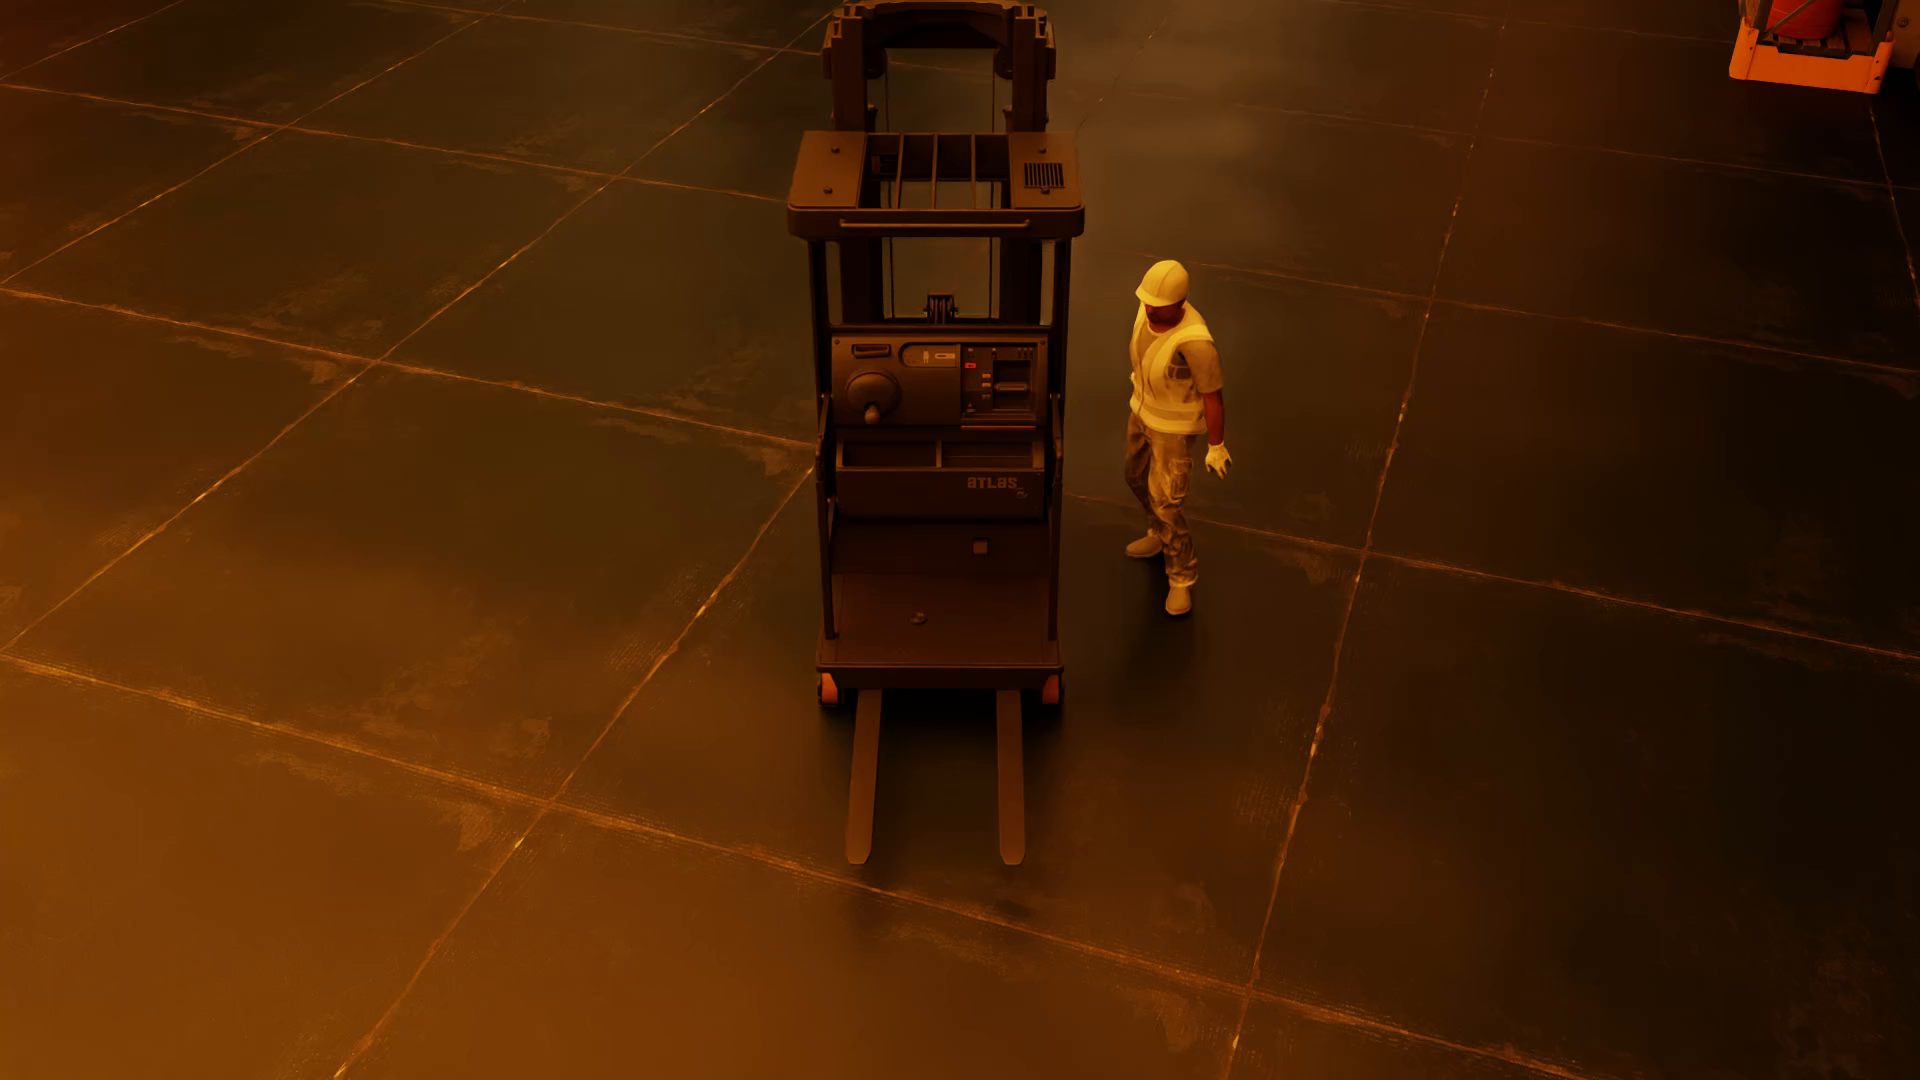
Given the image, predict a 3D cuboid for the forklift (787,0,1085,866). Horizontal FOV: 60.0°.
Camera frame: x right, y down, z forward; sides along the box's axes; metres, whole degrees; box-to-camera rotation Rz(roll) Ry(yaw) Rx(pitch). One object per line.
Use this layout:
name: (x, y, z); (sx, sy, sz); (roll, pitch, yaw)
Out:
forklift: (-0.086, -0.625, 6.992); (1.130, 2.935, 3.031); (0, 35, 0)

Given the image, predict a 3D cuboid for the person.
person: (0.974, -0.571, 7.961); (0.458, 1.744, 0.894); (-14, 38, -18)
